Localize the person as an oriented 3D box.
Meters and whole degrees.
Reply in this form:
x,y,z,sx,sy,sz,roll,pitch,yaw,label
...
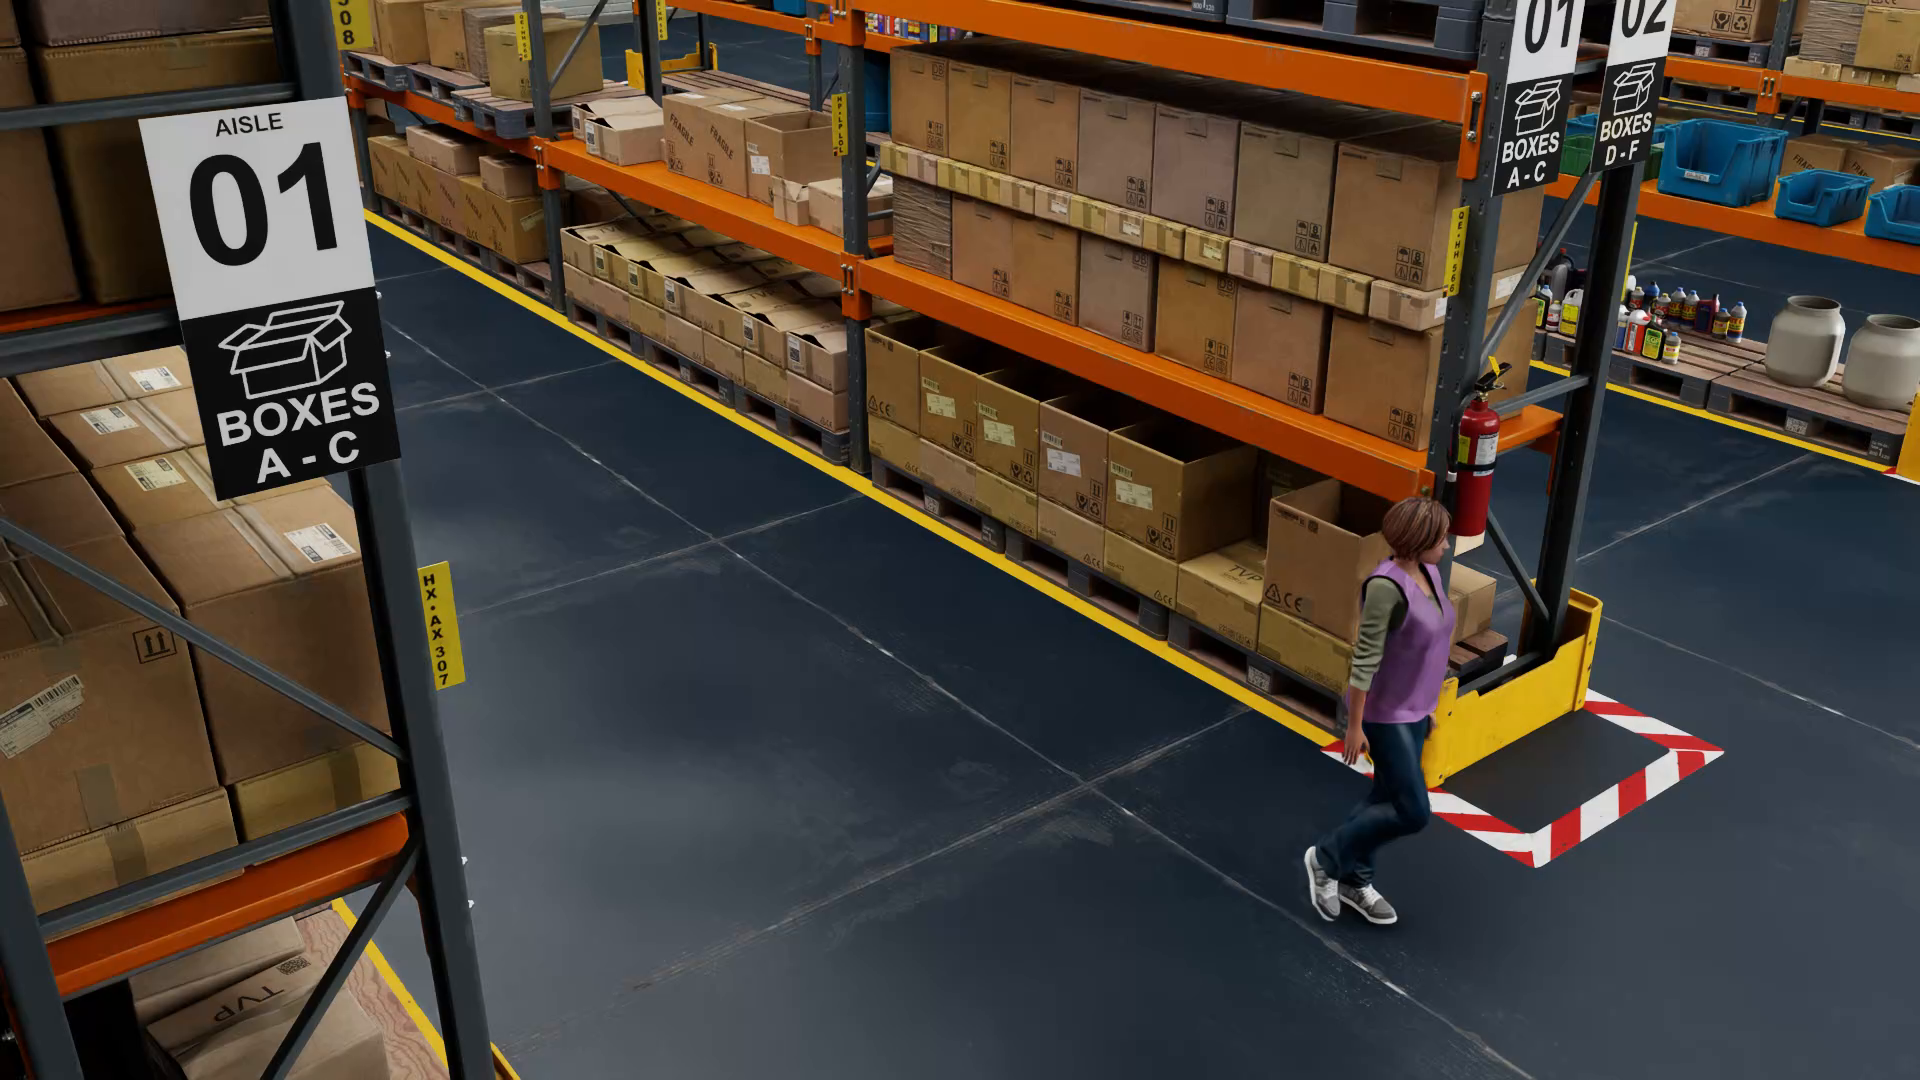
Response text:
x,y,z,sx,sy,sz,roll,pitch,yaw,label
1.508,0.611,5.751,0.411,1.581,0.479,19,31,35,person
